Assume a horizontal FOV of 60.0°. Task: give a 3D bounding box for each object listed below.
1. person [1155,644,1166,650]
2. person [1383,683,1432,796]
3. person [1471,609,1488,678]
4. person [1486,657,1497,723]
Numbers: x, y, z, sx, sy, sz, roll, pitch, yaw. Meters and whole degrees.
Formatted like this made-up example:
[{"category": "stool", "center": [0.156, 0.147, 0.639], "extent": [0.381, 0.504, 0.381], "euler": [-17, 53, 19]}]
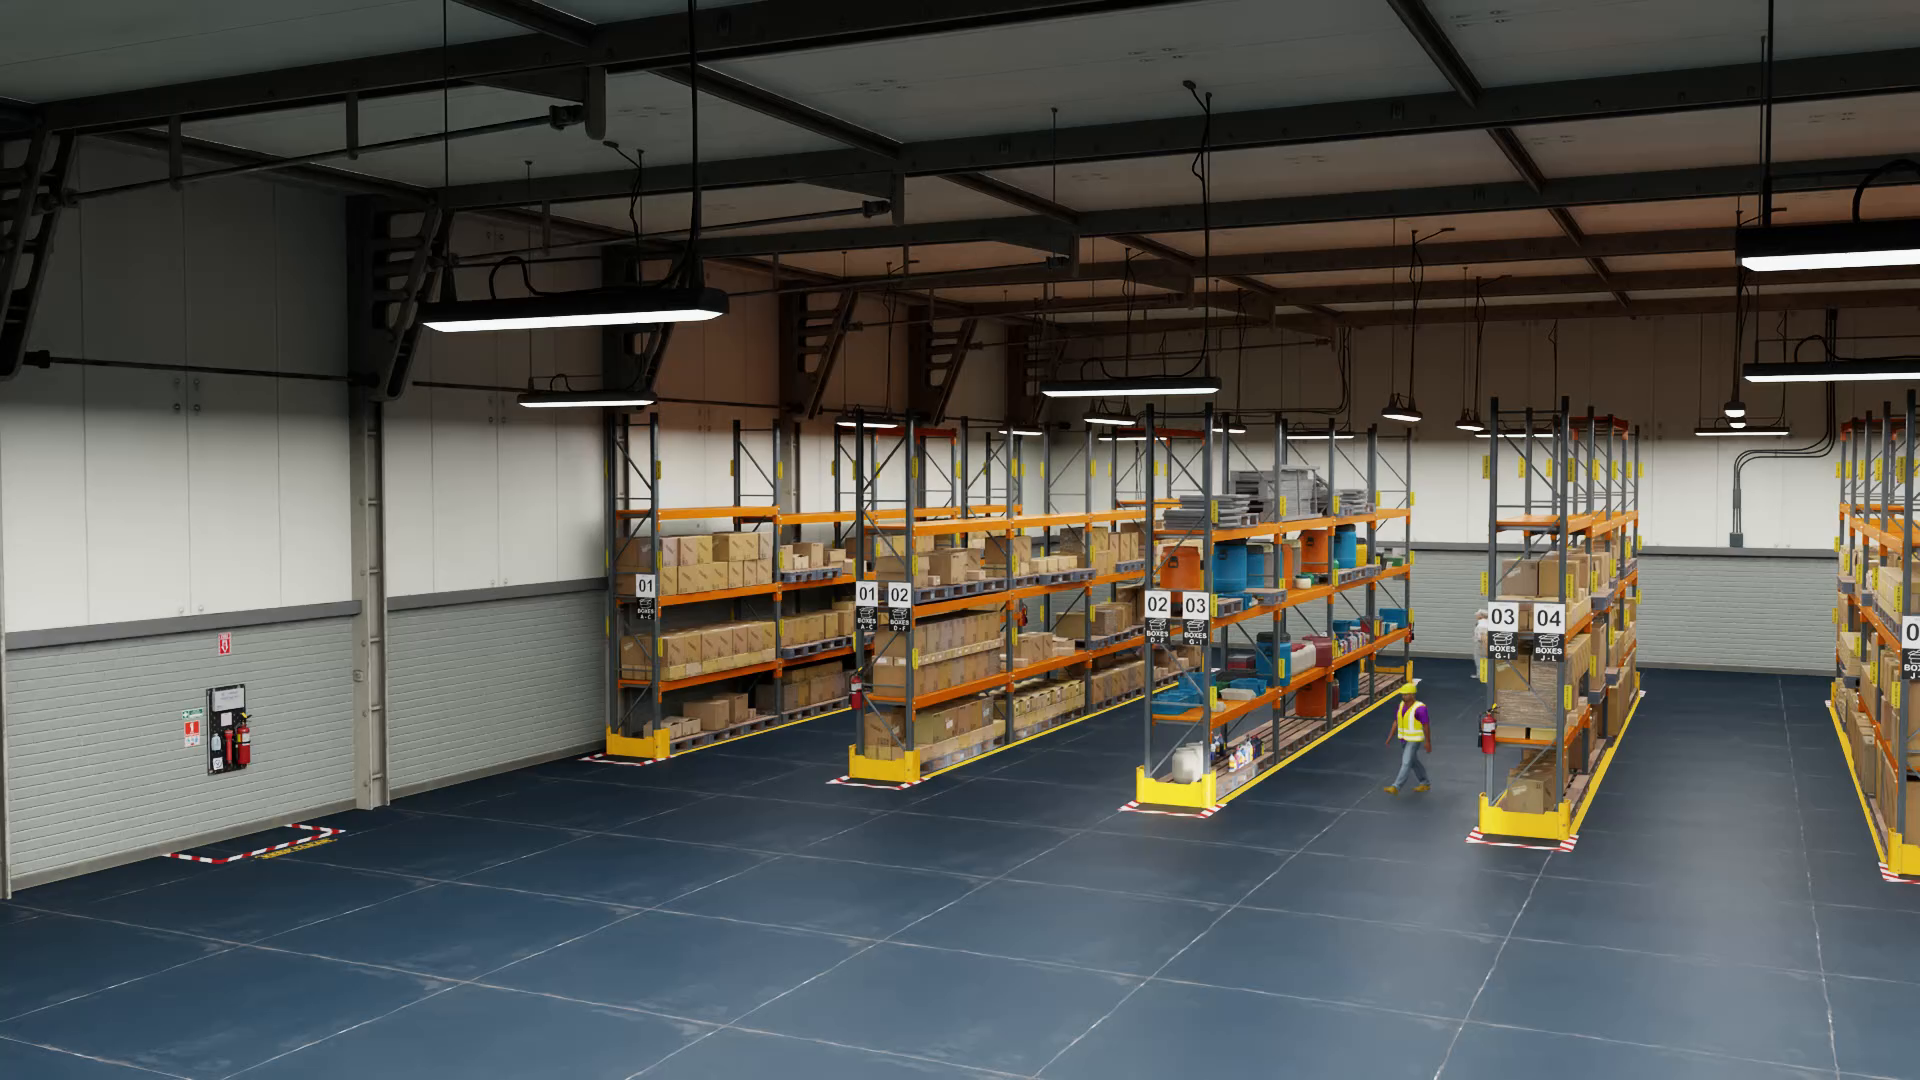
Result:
[{"category": "person", "center": [5.205, 2.344, 43.167], "extent": [0.617, 1.664, 0.490], "euler": [2, 3, 44]}, {"category": "person", "center": [6.832, 3.049, 25.523], "extent": [1.085, 1.698, 0.599], "euler": [-1, 3, -23]}, {"category": "person", "center": [12.544, 2.482, 39.837], "extent": [0.555, 1.649, 0.498], "euler": [1, 3, 22]}, {"category": "person", "center": [10.718, 2.775, 32.901], "extent": [0.599, 1.702, 0.617], "euler": [2, 3, 38]}]
